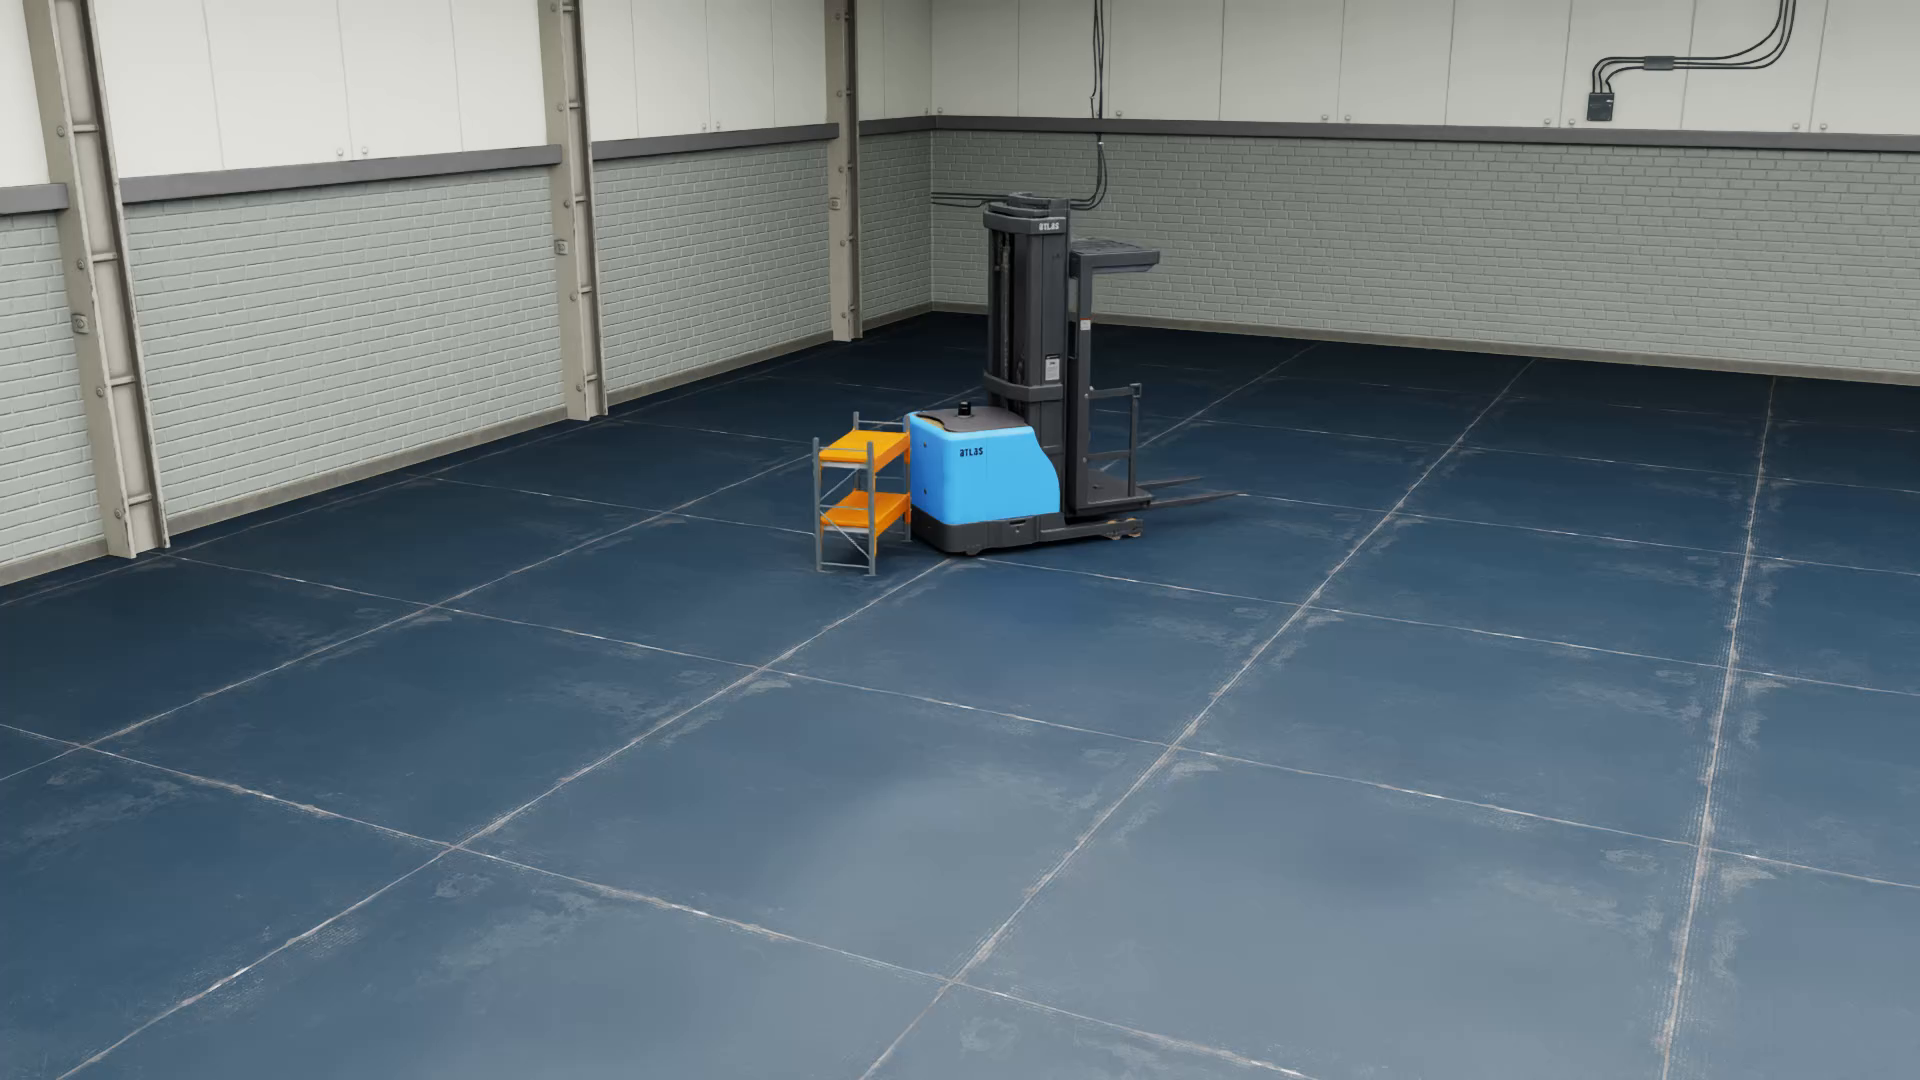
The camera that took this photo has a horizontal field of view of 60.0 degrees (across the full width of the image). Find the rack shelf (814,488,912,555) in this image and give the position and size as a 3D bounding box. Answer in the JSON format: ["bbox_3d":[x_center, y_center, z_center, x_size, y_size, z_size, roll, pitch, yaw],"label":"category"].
[{"bbox_3d":[-0.801,-0.164,13.959,0.538,0.278,1.000,4,17,14],"label":"rack shelf"}]

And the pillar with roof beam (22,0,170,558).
[{"bbox_3d":[-3.177,-3.679,11.108,9.100,9.000,0.400,8,18,25],"label":"pillar with roof beam"}]

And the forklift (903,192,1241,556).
[{"bbox_3d":[1.054,-1.534,14.541,3.031,2.935,1.130,-7,18,-23],"label":"forklift"}]

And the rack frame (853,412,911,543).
[{"bbox_3d":[-0.670,-0.538,14.360,0.500,1.125,0.032,4,17,14],"label":"rack frame"}]

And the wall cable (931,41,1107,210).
[{"bbox_3d":[0.833,-6.377,25.645,3.097,2.526,0.112,8,18,25],"label":"wall cable"}]

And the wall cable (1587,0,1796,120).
[{"bbox_3d":[9.319,-8.284,20.638,2.305,6.003,0.169,8,18,25],"label":"wall cable"}]

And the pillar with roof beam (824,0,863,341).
[{"bbox_3d":[2.185,-6.736,21.399,9.100,9.000,0.400,8,18,25],"label":"pillar with roof beam"}]

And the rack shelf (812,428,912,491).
[{"bbox_3d":[-0.801,-0.679,13.806,0.538,0.278,1.000,4,17,14],"label":"rack shelf"}]

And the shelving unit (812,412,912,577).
[{"bbox_3d":[-0.801,-0.398,13.889,0.538,1.125,1.048,4,17,14],"label":"shelving unit"}]

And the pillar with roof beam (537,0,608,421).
[{"bbox_3d":[-0.496,-5.208,16.253,9.100,9.000,0.400,8,18,25],"label":"pillar with roof beam"}]

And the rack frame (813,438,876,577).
[{"bbox_3d":[-0.932,-0.258,13.418,0.500,1.125,0.032,4,17,14],"label":"rack frame"}]

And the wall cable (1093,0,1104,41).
[{"bbox_3d":[3.254,-8.454,23.767,3.097,2.526,0.112,8,18,25],"label":"wall cable"}]
